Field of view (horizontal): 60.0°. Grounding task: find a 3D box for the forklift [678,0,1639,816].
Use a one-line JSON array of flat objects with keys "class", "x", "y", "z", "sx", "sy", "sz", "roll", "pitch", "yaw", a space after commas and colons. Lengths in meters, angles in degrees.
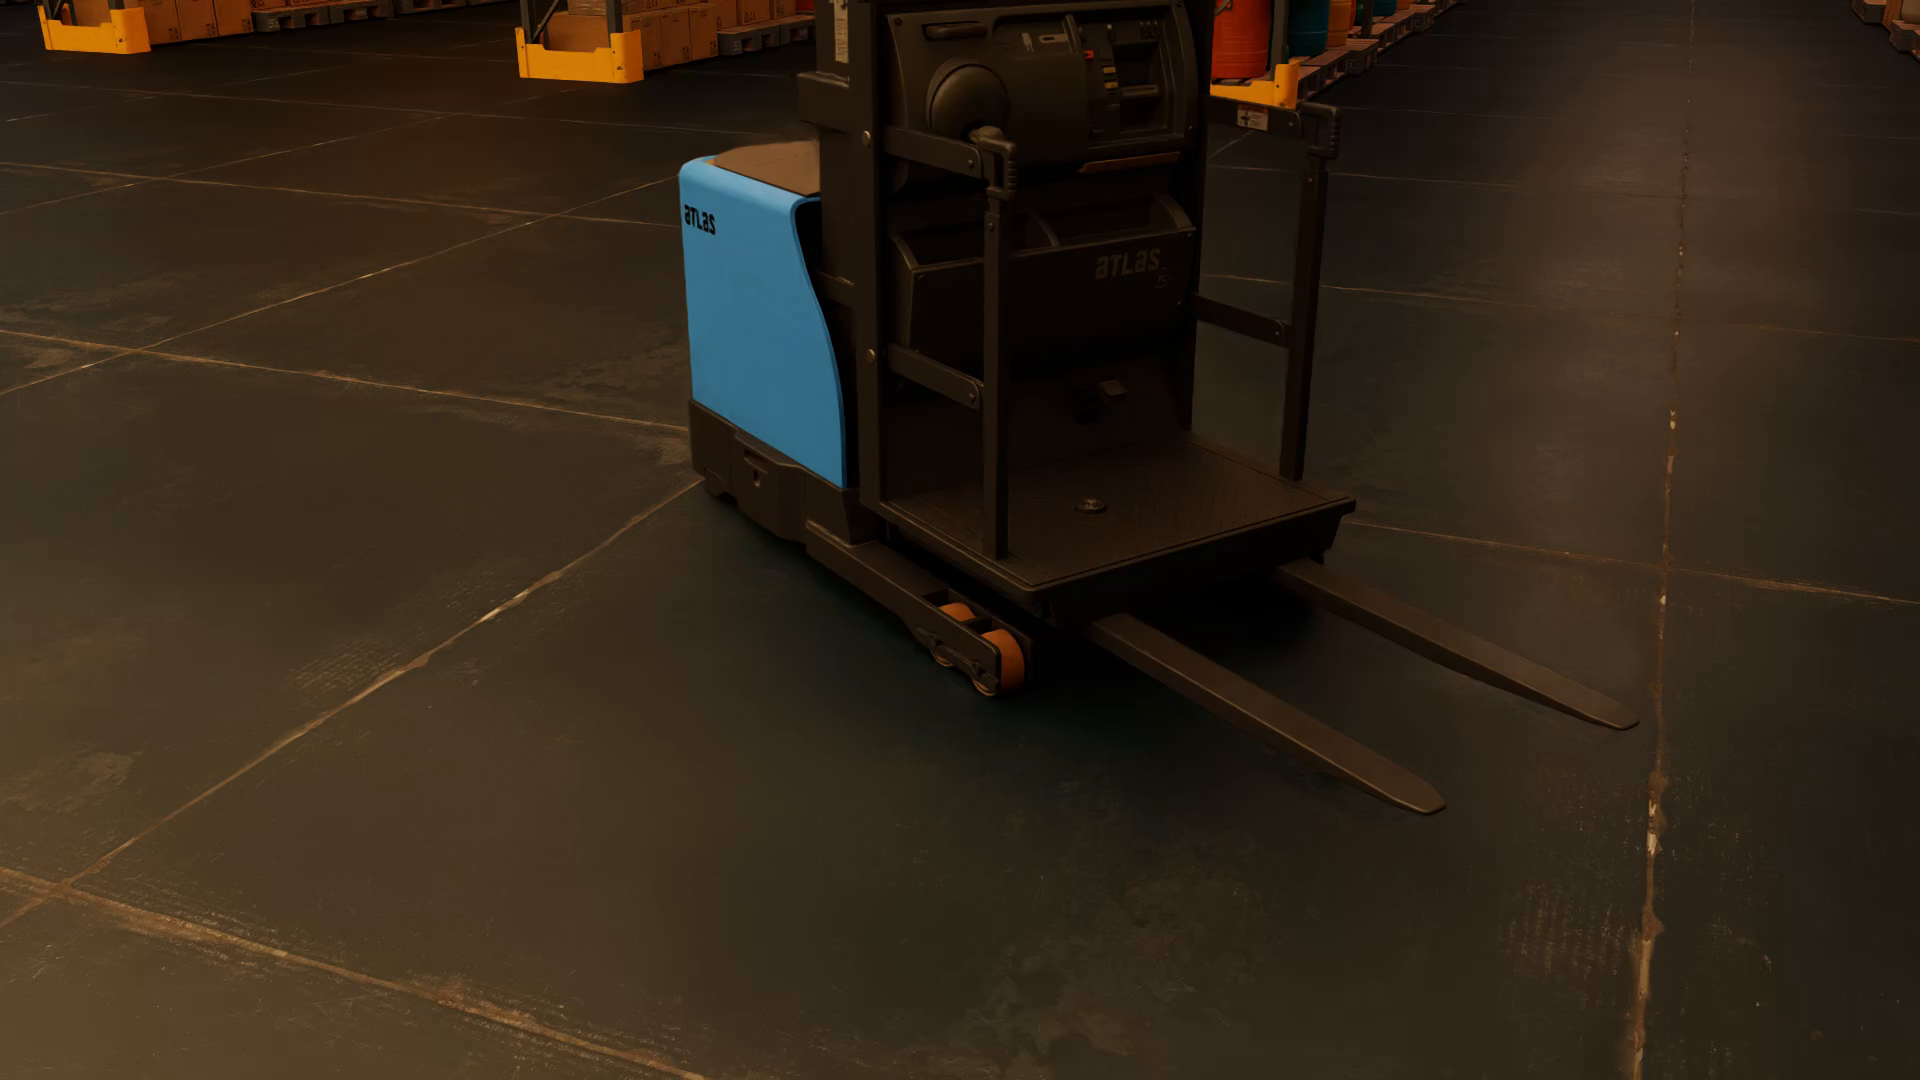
[{"class": "forklift", "x": 0.349, "y": -1.170, "z": 4.092, "sx": 1.130, "sy": 2.935, "sz": 3.031, "roll": -14, "pitch": 27, "yaw": -31}]
